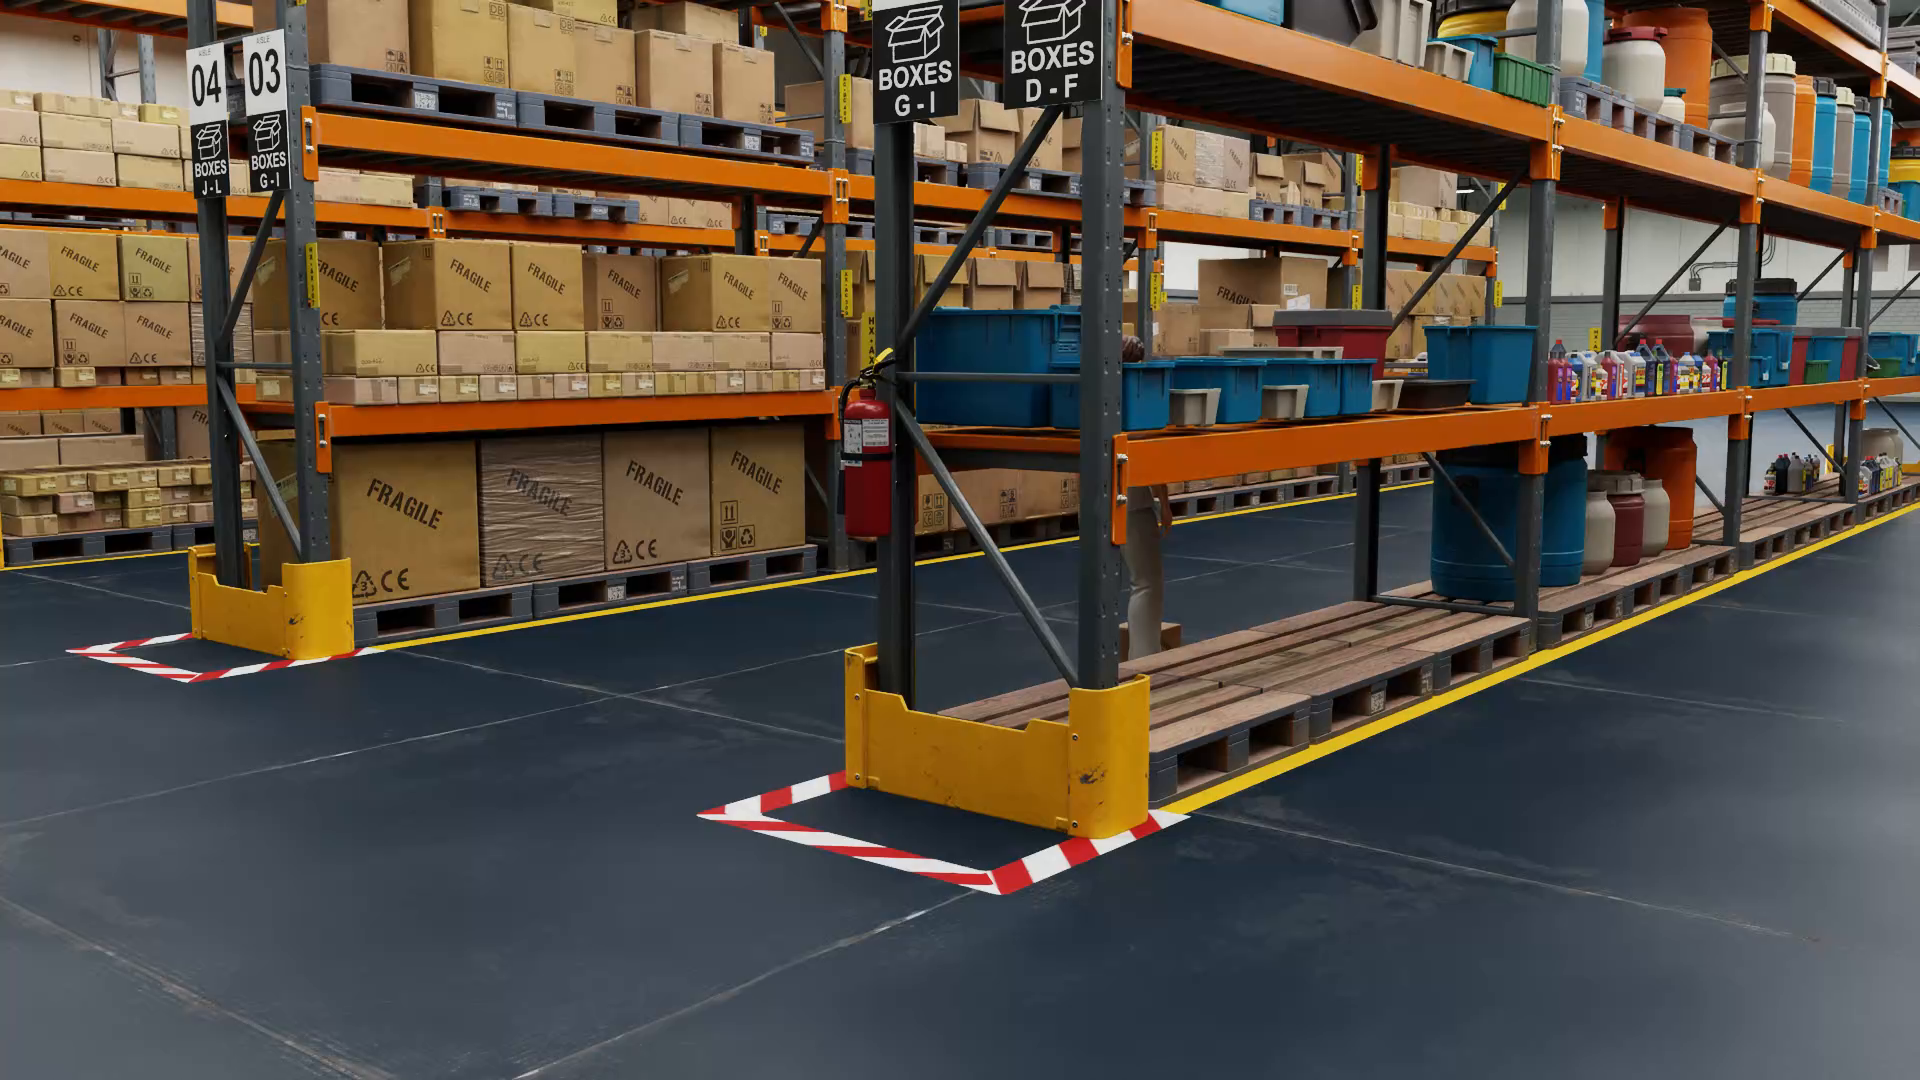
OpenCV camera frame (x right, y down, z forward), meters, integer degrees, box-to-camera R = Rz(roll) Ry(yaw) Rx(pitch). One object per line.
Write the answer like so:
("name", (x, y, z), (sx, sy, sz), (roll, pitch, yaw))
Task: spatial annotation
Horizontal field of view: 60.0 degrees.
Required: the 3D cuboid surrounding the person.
("person", (0.775, -0.135, 7.881), (0.510, 1.673, 0.352), (5, 8, 36))
